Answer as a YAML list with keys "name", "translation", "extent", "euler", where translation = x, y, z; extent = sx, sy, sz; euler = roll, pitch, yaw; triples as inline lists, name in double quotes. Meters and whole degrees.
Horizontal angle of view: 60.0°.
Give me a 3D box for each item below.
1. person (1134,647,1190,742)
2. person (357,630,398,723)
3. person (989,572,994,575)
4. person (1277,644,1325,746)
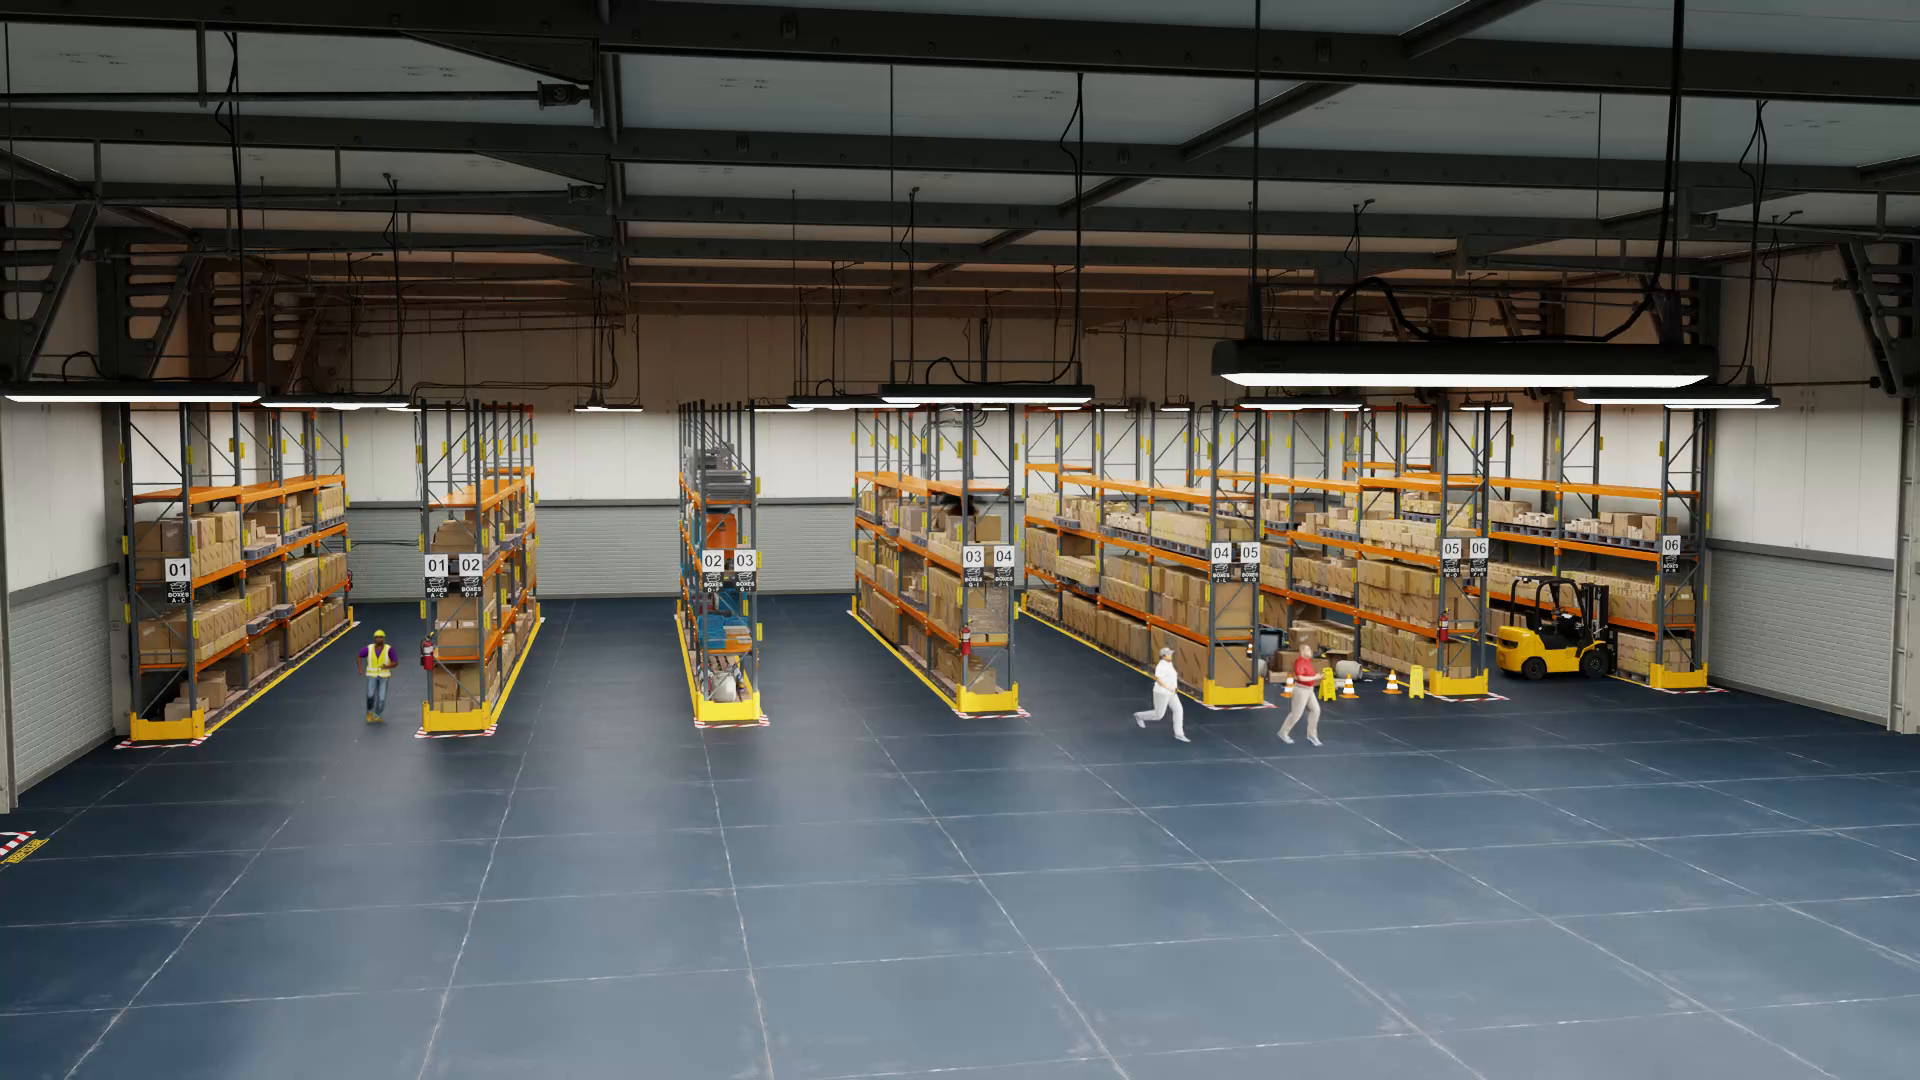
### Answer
- name: "person"
  translation: [3.576, 2.720, 29.310]
  extent: [1.006, 1.664, 0.585]
  euler: [3, 5, 31]
- name: "person"
  translation: [-10.771, 2.529, 30.789]
  extent: [0.715, 1.718, 0.612]
  euler: [-2, 5, -22]
- name: "person"
  translation: [0.712, 1.224, 47.867]
  extent: [0.716, 1.739, 0.955]
  euler: [1, 4, 12]
- name: "person"
  translation: [5.917, 2.695, 28.784]
  extent: [0.811, 1.806, 0.678]
  euler: [2, 5, 30]
